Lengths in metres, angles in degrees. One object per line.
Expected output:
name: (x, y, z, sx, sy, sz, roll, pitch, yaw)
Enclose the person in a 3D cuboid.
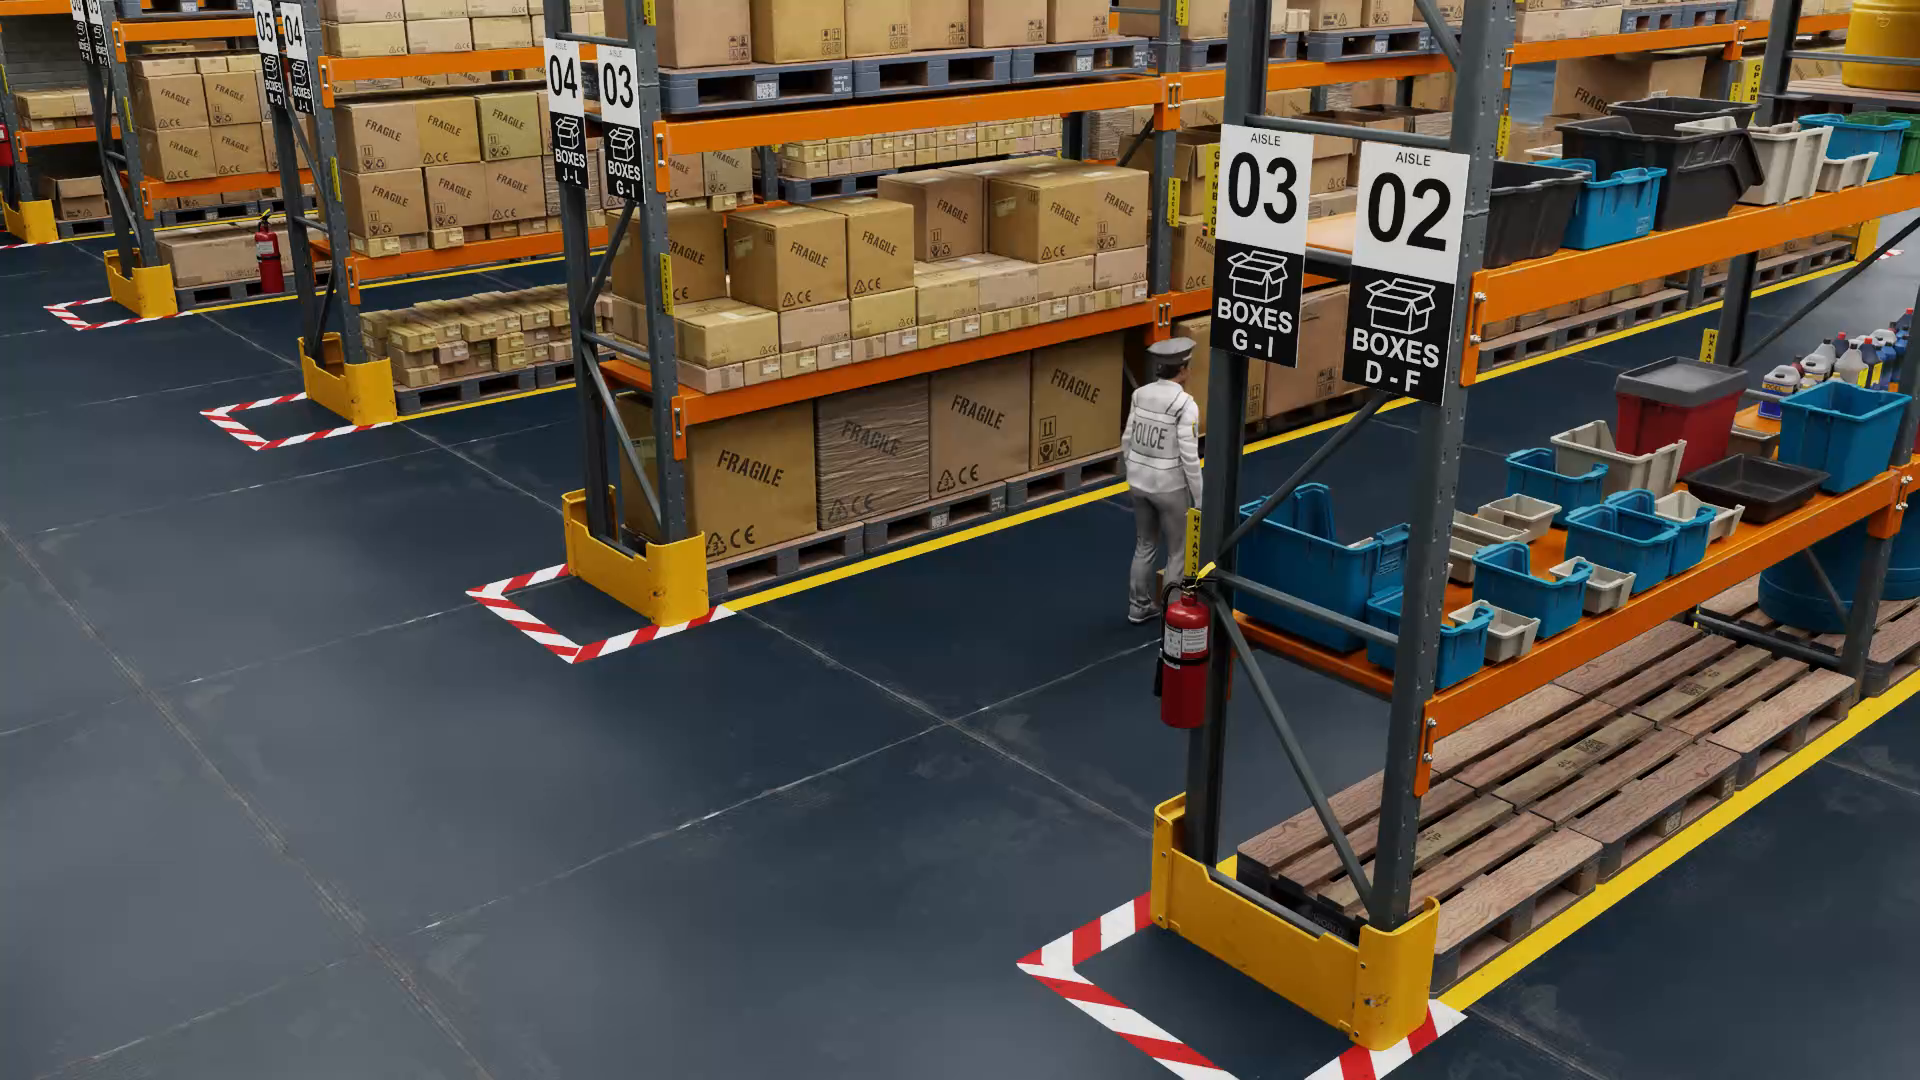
person: (1.141, -0.296, 9.345, 0.376, 1.663, 0.539, -18, 27, -39)
